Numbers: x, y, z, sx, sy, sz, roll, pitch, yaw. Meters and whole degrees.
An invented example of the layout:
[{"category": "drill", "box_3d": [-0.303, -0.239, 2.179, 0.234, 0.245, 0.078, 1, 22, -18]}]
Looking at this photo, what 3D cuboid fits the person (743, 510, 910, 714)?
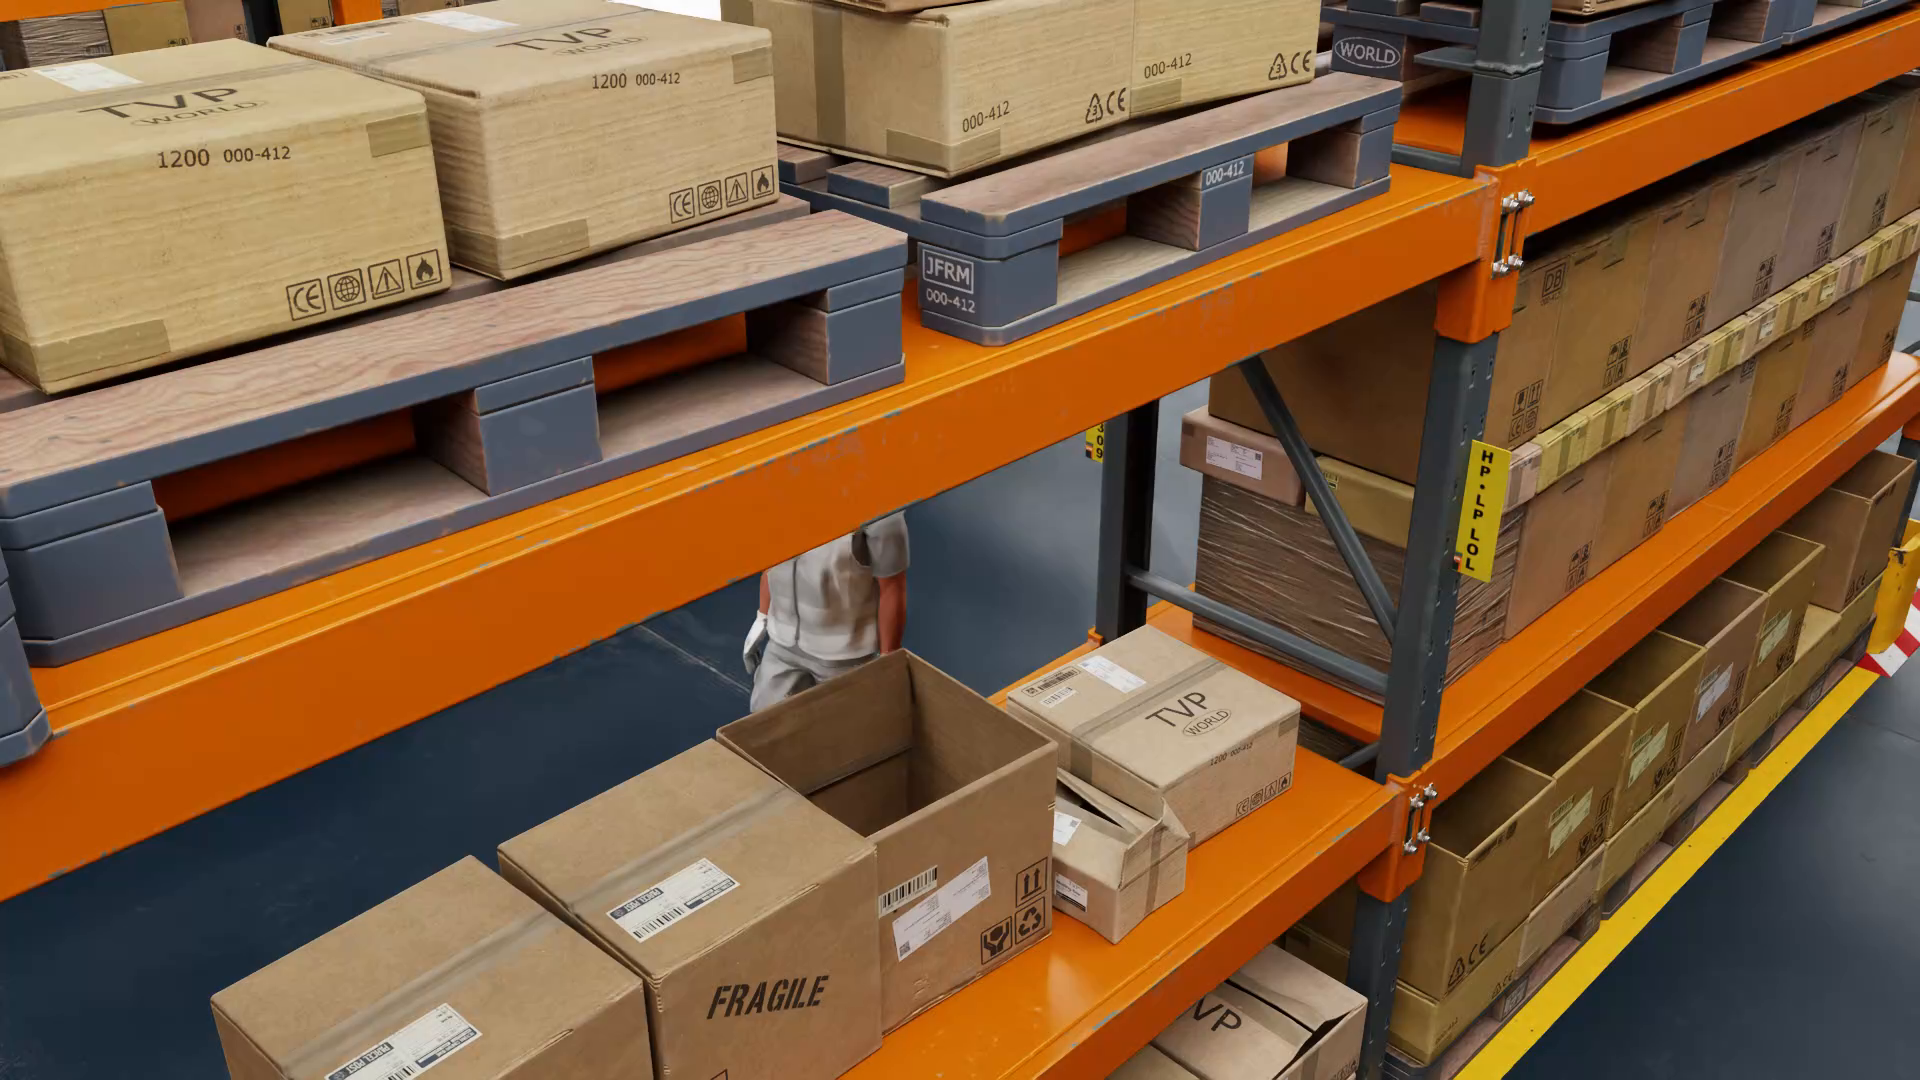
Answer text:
[{"category": "person", "box_3d": [-0.437, 0.341, 5.402, 0.576, 1.793, 0.443, 17, 32, 29]}]
